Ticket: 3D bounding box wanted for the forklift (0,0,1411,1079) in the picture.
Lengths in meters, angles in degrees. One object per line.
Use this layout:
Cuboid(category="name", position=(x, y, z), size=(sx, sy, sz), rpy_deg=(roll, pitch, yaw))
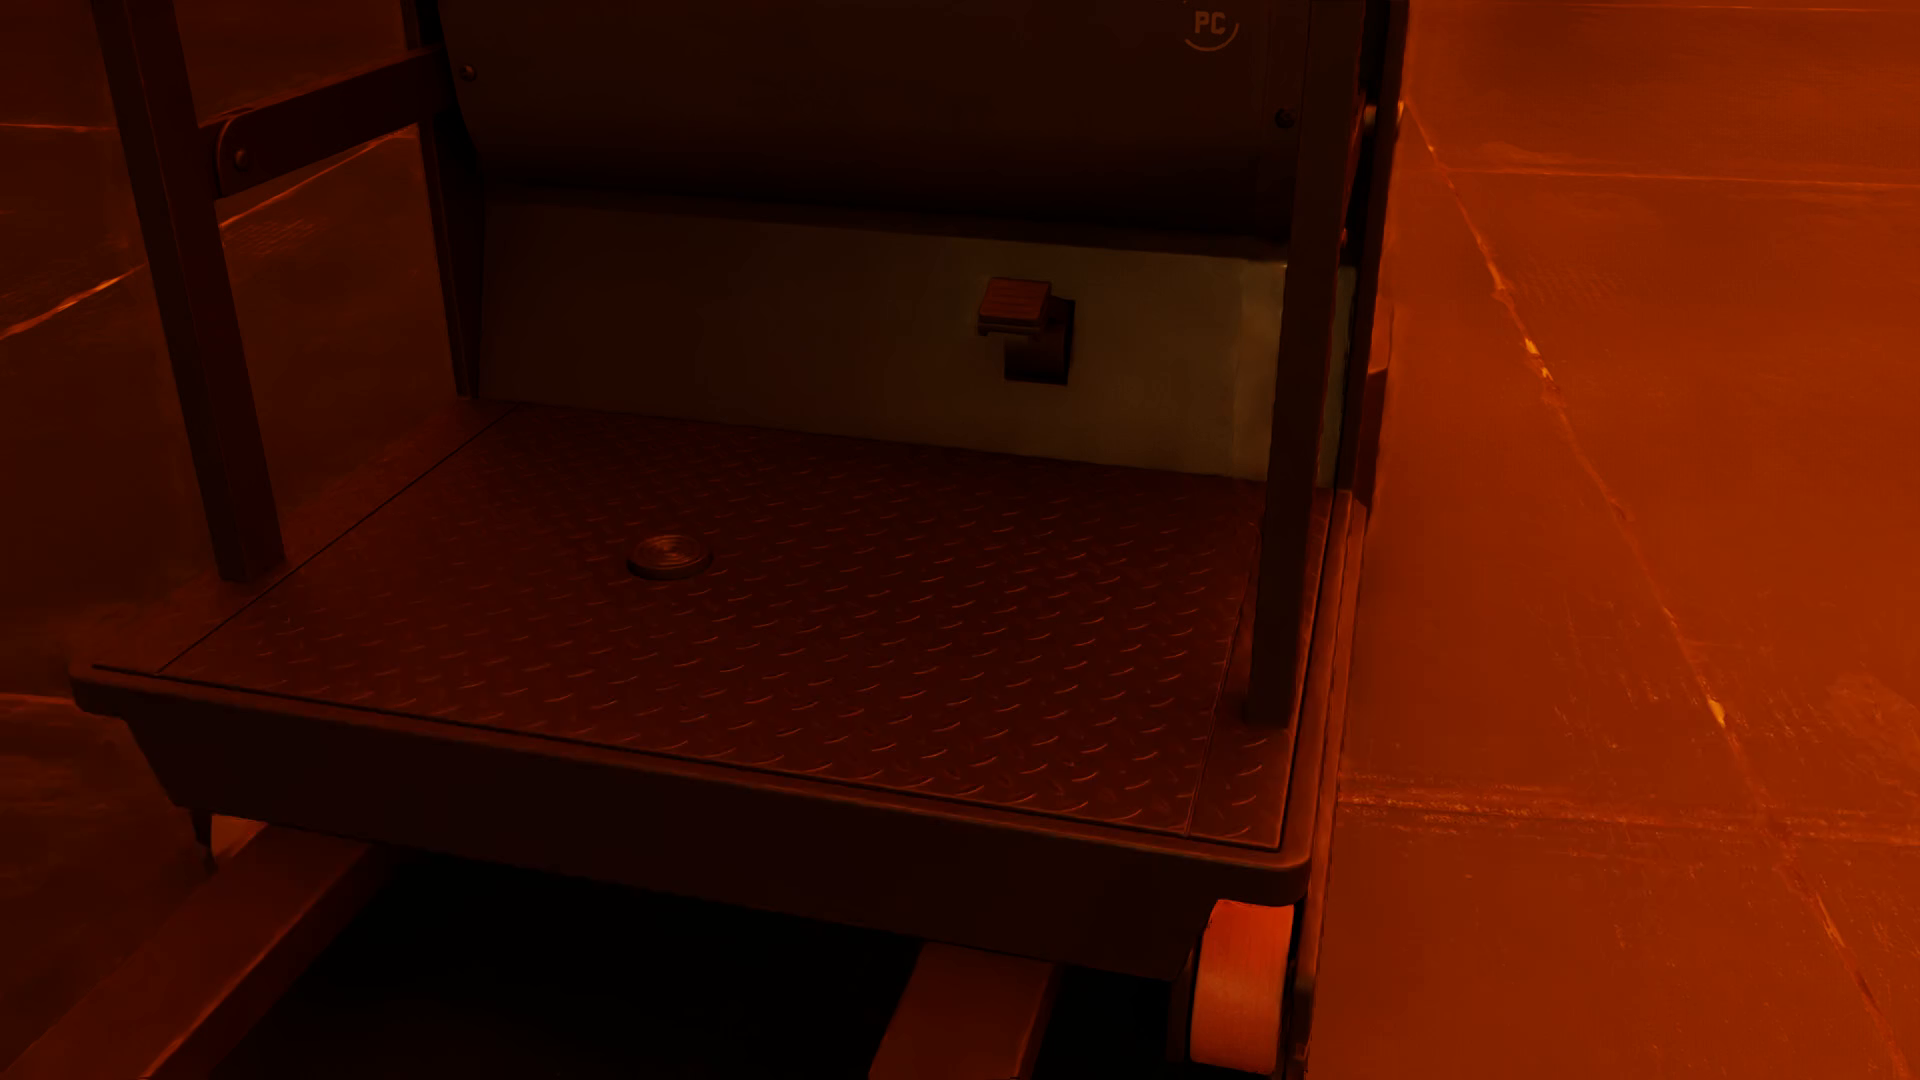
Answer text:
Cuboid(category="forklift", position=(-0.149, -1.017, 1.255), size=(1.130, 2.935, 3.031), rpy_deg=(7, 27, 13))
